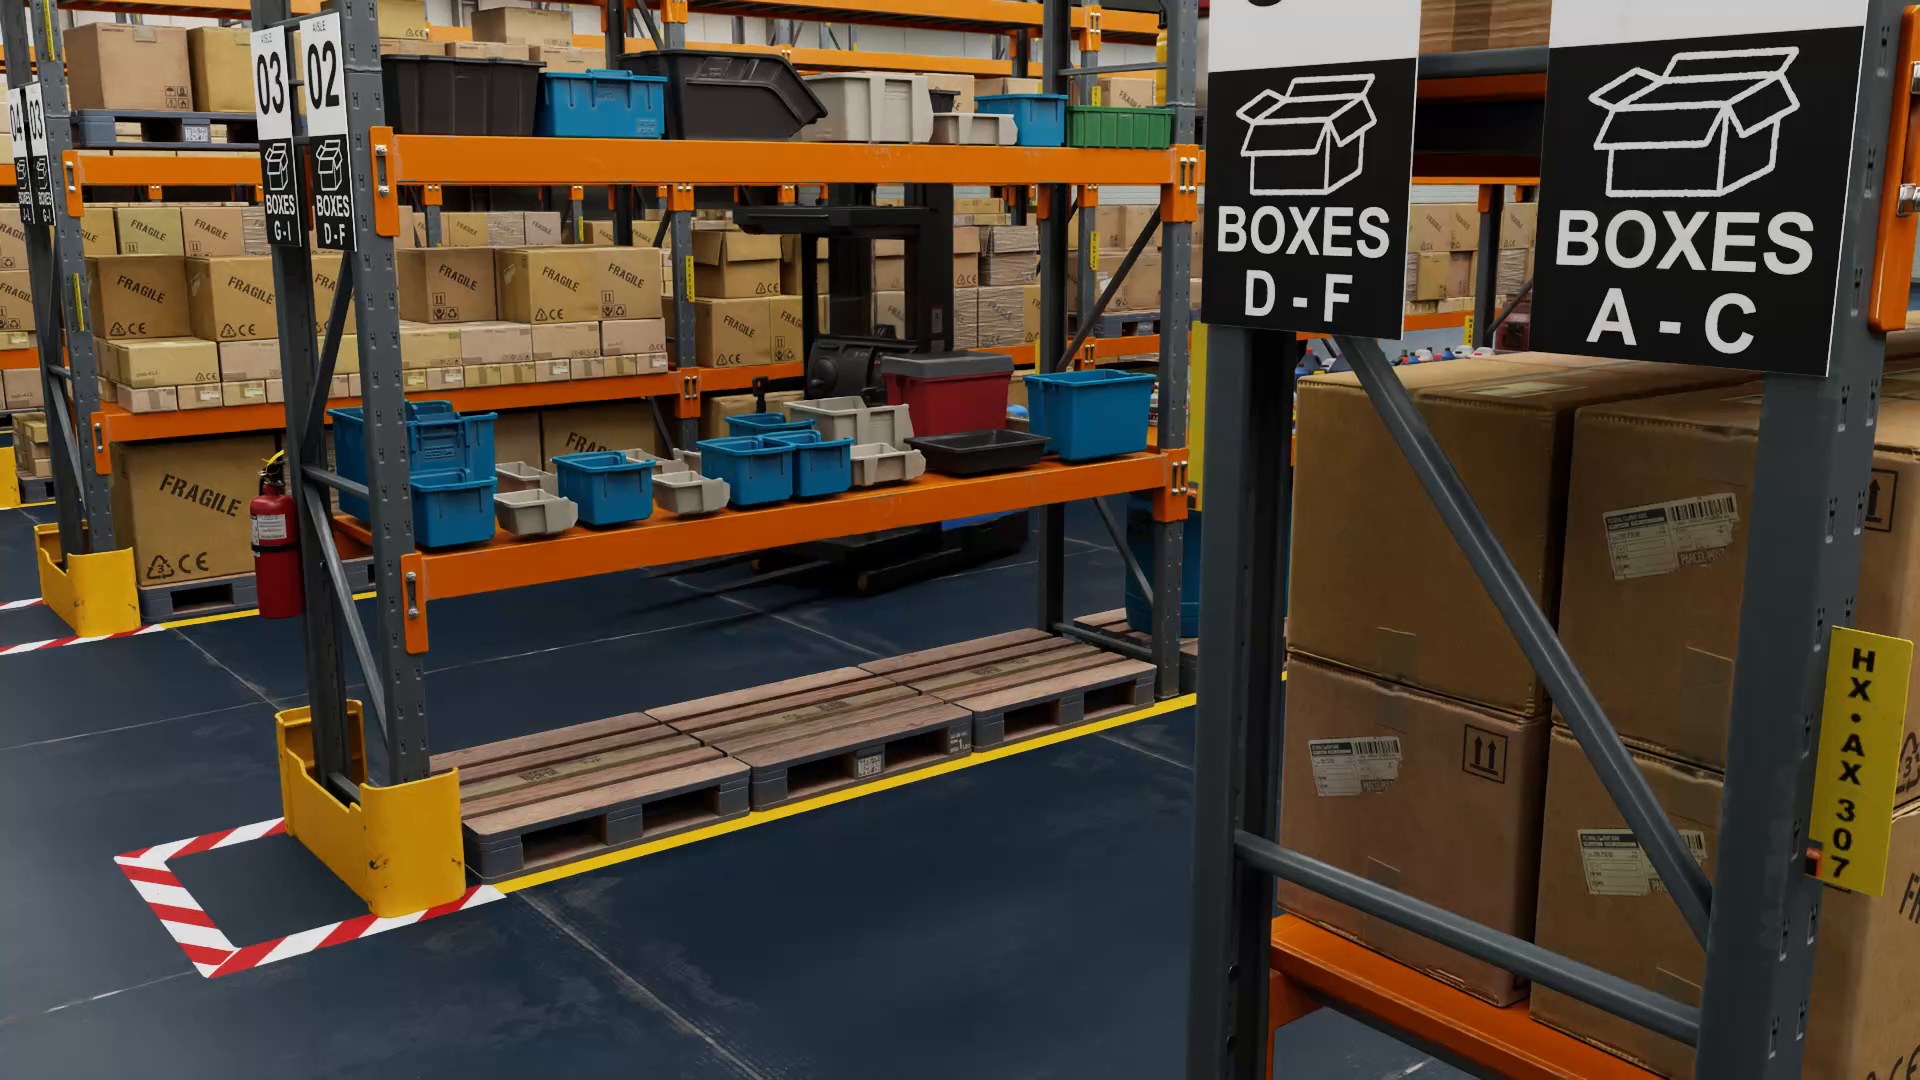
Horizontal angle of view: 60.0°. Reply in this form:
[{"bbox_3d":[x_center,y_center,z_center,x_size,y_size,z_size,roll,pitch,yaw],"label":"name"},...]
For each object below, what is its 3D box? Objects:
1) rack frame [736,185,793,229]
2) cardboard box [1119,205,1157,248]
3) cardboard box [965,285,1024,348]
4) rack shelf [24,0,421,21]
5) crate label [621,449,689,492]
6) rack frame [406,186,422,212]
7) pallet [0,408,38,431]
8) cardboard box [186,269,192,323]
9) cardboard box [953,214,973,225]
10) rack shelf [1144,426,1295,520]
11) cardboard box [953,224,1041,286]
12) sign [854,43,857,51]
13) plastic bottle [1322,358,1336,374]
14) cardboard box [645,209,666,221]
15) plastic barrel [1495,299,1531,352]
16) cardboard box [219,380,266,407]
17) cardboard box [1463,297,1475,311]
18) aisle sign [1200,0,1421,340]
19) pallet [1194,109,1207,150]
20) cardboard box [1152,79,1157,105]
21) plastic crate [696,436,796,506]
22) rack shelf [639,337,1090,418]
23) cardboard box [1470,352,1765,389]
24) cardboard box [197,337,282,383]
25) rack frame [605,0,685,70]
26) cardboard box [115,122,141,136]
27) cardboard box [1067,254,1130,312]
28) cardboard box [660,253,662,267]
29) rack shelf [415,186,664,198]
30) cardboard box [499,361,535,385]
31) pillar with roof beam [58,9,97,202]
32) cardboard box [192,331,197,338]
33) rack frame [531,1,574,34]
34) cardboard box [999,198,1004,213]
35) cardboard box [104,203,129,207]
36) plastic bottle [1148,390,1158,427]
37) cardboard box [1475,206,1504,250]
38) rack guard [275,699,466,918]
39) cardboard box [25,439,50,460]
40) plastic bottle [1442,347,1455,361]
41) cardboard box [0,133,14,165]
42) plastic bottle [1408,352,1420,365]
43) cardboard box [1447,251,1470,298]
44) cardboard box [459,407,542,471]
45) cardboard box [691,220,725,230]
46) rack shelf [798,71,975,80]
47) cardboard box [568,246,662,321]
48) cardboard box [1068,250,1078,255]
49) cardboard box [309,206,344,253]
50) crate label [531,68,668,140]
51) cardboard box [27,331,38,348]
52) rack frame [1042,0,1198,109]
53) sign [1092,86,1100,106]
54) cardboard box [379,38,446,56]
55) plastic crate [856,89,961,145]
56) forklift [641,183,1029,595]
[{"bbox_3d":[-2.199,-2.856,18.855,0.127,3.000,1.000,-9,15,-38],"label":"rack frame"},{"bbox_3d":[2.099,-4.157,22.021,0.550,0.550,0.875,-9,15,-38],"label":"cardboard box"},{"bbox_3d":[0.197,-1.919,14.204,0.500,0.500,0.500,-10,15,-38],"label":"cardboard box"},{"bbox_3d":[-6.884,-4.658,14.641,4.000,0.370,1.077,-9,15,-38],"label":"rack shelf"},{"bbox_3d":[-1.371,-0.308,7.346,0.243,0.136,0.396,-9,15,-38],"label":"crate label"},{"bbox_3d":[-8.474,-4.450,26.364,0.127,3.000,1.000,-9,15,-38],"label":"rack frame"},{"bbox_3d":[-11.041,-1.360,18.524,1.213,0.211,1.003,-9,15,-38],"label":"pallet"},{"bbox_3d":[-6.736,-2.228,14.941,0.500,0.500,0.500,-10,16,-39],"label":"cardboard box"},{"bbox_3d":[-0.255,-3.715,20.253,0.500,0.500,0.700,-9,15,-37],"label":"cardboard box"},{"bbox_3d":[2.353,-0.623,10.074,4.000,0.370,1.077,-9,15,-38],"label":"rack shelf"},{"bbox_3d":[0.240,-2.485,14.456,0.637,0.503,0.797,-9,15,-36],"label":"cardboard box"},{"bbox_3d":[-1.899,-8.828,30.101,0.005,0.325,0.100,-9,15,-38],"label":"sign"},{"bbox_3d":[2.292,-0.990,10.370,0.135,0.276,0.152,-9,15,-38],"label":"plastic bottle"},{"bbox_3d":[-4.269,-4.621,23.637,0.250,0.149,0.380,-10,16,-40],"label":"cardboard box"},{"bbox_3d":[4.088,-1.411,11.723,0.708,0.536,0.600,-9,15,-38],"label":"plastic barrel"},{"bbox_3d":[-4.543,-0.936,10.422,0.250,0.149,0.380,-10,16,-39],"label":"cardboard box"},{"bbox_3d":[5.463,-2.610,18.304,0.250,0.149,0.380,-9,15,-38],"label":"cardboard box"},{"bbox_3d":[0.515,-0.705,2.470,0.004,0.787,0.394,-9,15,-38],"label":"aisle sign"},{"bbox_3d":[1.343,-2.208,9.039,1.003,0.211,1.213,-9,15,-38],"label":"pallet"},{"bbox_3d":[1.747,-3.883,15.029,0.500,0.500,0.500,-9,15,-37],"label":"cardboard box"},{"bbox_3d":[-0.905,-0.294,7.048,0.300,0.233,0.416,-9,15,-38],"label":"plastic crate"},{"bbox_3d":[-0.741,-1.427,13.858,4.000,0.370,1.077,-9,15,-38],"label":"rack shelf"},{"bbox_3d":[1.329,-0.099,3.224,0.500,0.500,0.500,-9,15,-36],"label":"cardboard box"},{"bbox_3d":[-4.481,-1.159,10.511,0.500,0.250,0.500,-10,15,-38],"label":"cardboard box"},{"bbox_3d":[-2.303,-4.454,11.938,0.127,3.000,1.000,-9,15,-38],"label":"rack frame"},{"bbox_3d":[-7.132,-3.602,14.308,0.500,0.250,0.500,-9,15,-37],"label":"cardboard box"},{"bbox_3d":[1.218,-2.369,15.312,0.500,0.500,0.500,11,16,43],"label":"cardboard box"},{"bbox_3d":[-3.306,-2.924,17.338,0.250,0.149,0.380,-9,15,-35],"label":"cardboard box"},{"bbox_3d":[-6.912,-5.825,27.349,4.000,0.370,1.077,-9,15,-38],"label":"rack shelf"},{"bbox_3d":[-3.139,-1.170,11.521,0.250,0.149,0.380,-9,15,-37],"label":"cardboard box"},{"bbox_3d":[-10.015,-6.223,20.271,0.400,9.000,9.100,-9,15,-38],"label":"pillar with roof beam"},{"bbox_3d":[-4.817,-1.244,10.909,0.500,0.250,0.500,-10,15,-39],"label":"cardboard box"},{"bbox_3d":[-5.370,-6.580,21.951,0.127,3.000,1.000,-9,15,-38],"label":"rack frame"},{"bbox_3d":[0.614,-5.265,26.839,0.500,0.500,0.700,-10,16,-39],"label":"cardboard box"},{"bbox_3d":[-9.573,-3.734,18.784,0.250,0.149,0.380,-10,15,-39],"label":"cardboard box"},{"bbox_3d":[1.113,-0.749,9.413,0.097,0.201,0.097,0,12,0],"label":"plastic bottle"},{"bbox_3d":[5.618,-3.454,18.311,0.500,0.500,0.500,-9,15,-38],"label":"cardboard box"},{"bbox_3d":[-2.342,1.031,6.568,0.348,0.500,1.175,-9,15,-38],"label":"rack guard"},{"bbox_3d":[-7.876,-0.800,14.312,0.250,0.149,0.380,-9,15,-35],"label":"cardboard box"},{"bbox_3d":[3.268,-1.157,11.168,0.097,0.271,0.097,0,12,0],"label":"plastic bottle"},{"bbox_3d":[-7.935,-3.228,13.750,0.500,0.250,0.500,-9,15,-36],"label":"cardboard box"},{"bbox_3d":[2.944,-1.088,10.838,0.097,0.271,0.097,0,12,0],"label":"plastic bottle"},{"bbox_3d":[5.074,-2.940,18.297,0.500,0.500,0.875,-9,15,-38],"label":"cardboard box"},{"bbox_3d":[-3.571,-0.496,11.846,0.875,0.875,0.875,-9,15,-38],"label":"cardboard box"},{"bbox_3d":[-3.666,-4.268,23.541,0.500,0.500,0.500,-10,16,-40],"label":"cardboard box"},{"bbox_3d":[-0.685,-7.005,25.693,4.000,0.370,1.077,-9,15,-38],"label":"rack shelf"},{"bbox_3d":[-2.494,-1.855,11.982,0.500,0.500,0.500,-9,15,-36],"label":"cardboard box"},{"bbox_3d":[1.205,-3.498,21.519,0.550,0.550,0.875,-9,15,-38],"label":"cardboard box"},{"bbox_3d":[-5.921,-2.847,15.452,0.500,0.500,0.500,-10,16,-39],"label":"cardboard box"},{"bbox_3d":[-1.410,-1.658,6.354,0.502,0.251,0.408,-9,15,-38],"label":"crate label"},{"bbox_3d":[-7.815,-1.723,14.127,0.250,0.149,0.380,-9,15,-36],"label":"cardboard box"},{"bbox_3d":[0.792,-3.650,8.154,0.127,3.000,1.000,-9,15,-38],"label":"rack frame"},{"bbox_3d":[1.161,-3.706,14.203,0.005,0.325,0.100,-9,15,-38],"label":"sign"},{"bbox_3d":[-3.796,-3.064,11.124,0.500,0.500,0.700,-9,15,-35],"label":"cardboard box"},{"bbox_3d":[-0.350,-2.002,7.930,0.590,0.269,0.497,-9,15,-38],"label":"plastic crate"},{"bbox_3d":[-0.806,-1.188,11.165,1.130,2.935,3.031,9,15,38],"label":"forklift"}]
